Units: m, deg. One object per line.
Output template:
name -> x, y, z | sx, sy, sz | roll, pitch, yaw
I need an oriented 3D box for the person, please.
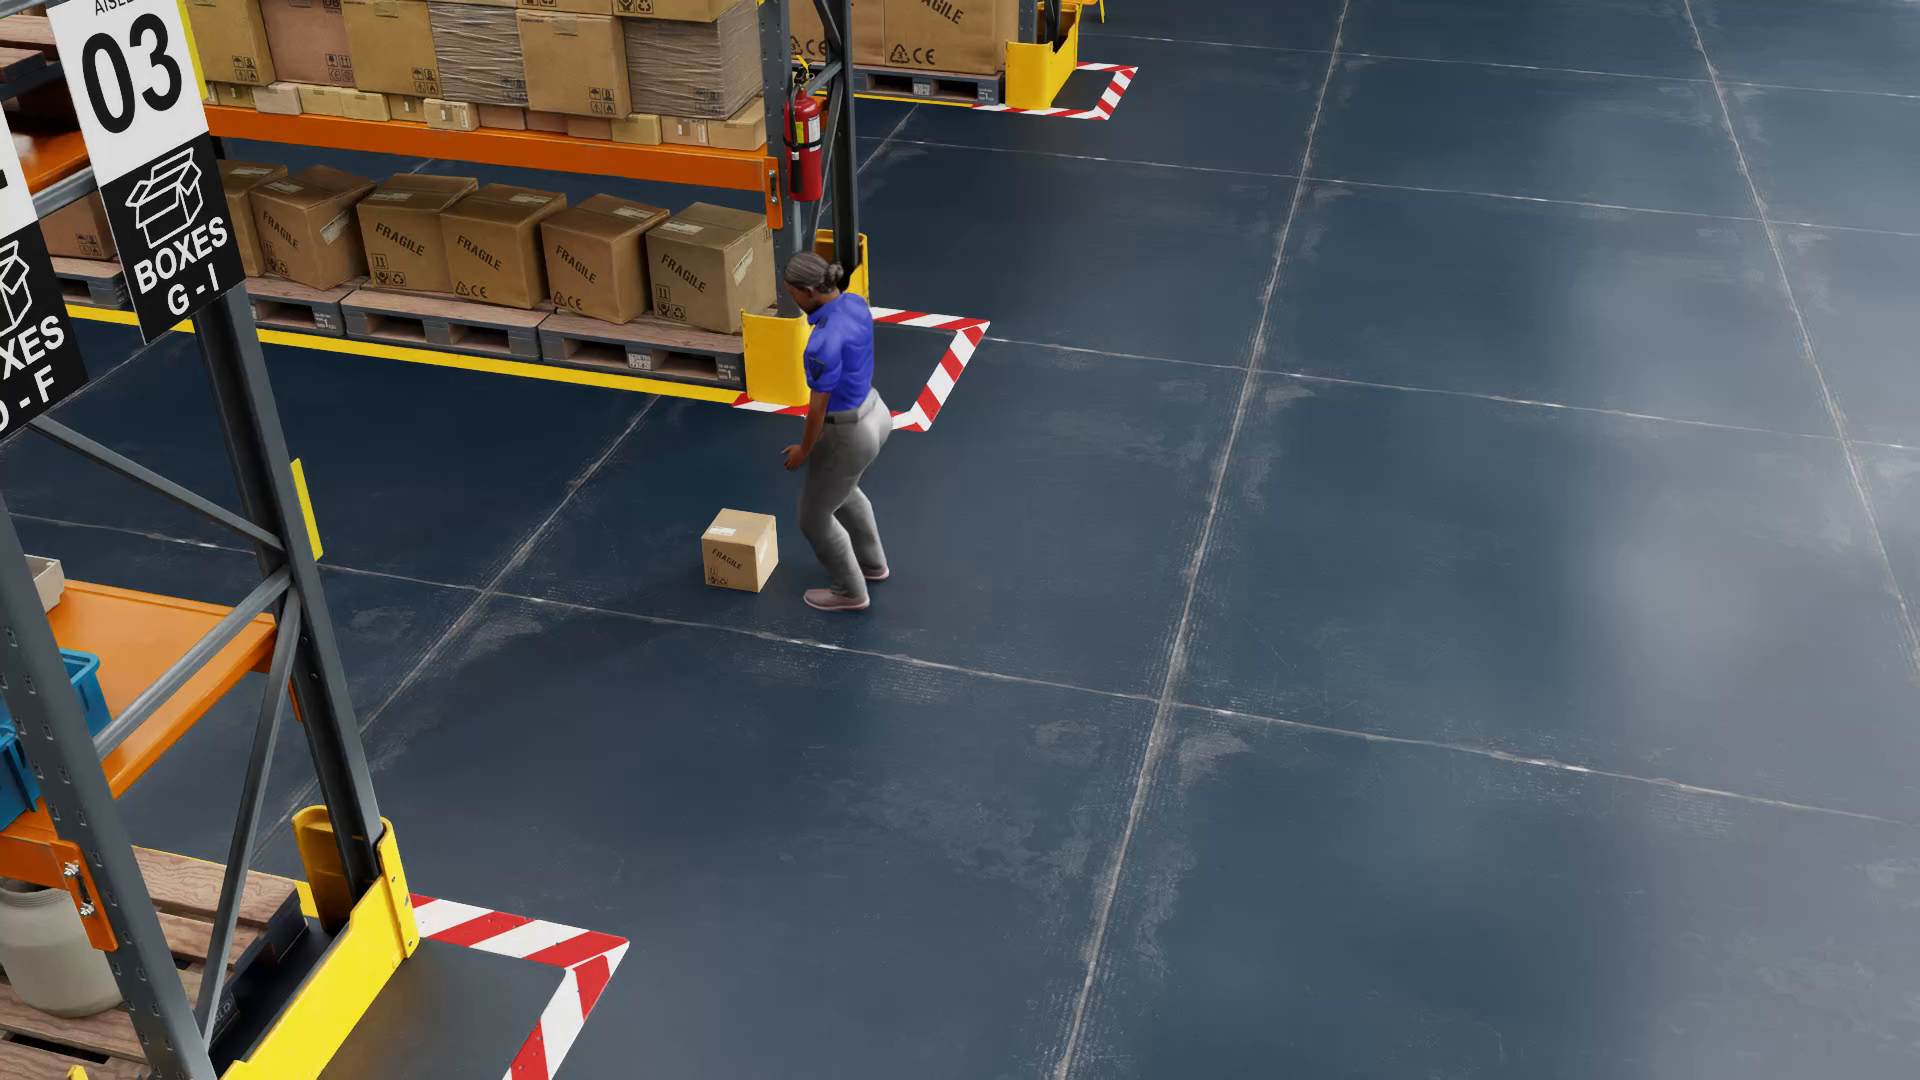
person -> -0.503, -0.431, 6.874 | 0.393, 1.599, 0.461 | 9, 34, 14
